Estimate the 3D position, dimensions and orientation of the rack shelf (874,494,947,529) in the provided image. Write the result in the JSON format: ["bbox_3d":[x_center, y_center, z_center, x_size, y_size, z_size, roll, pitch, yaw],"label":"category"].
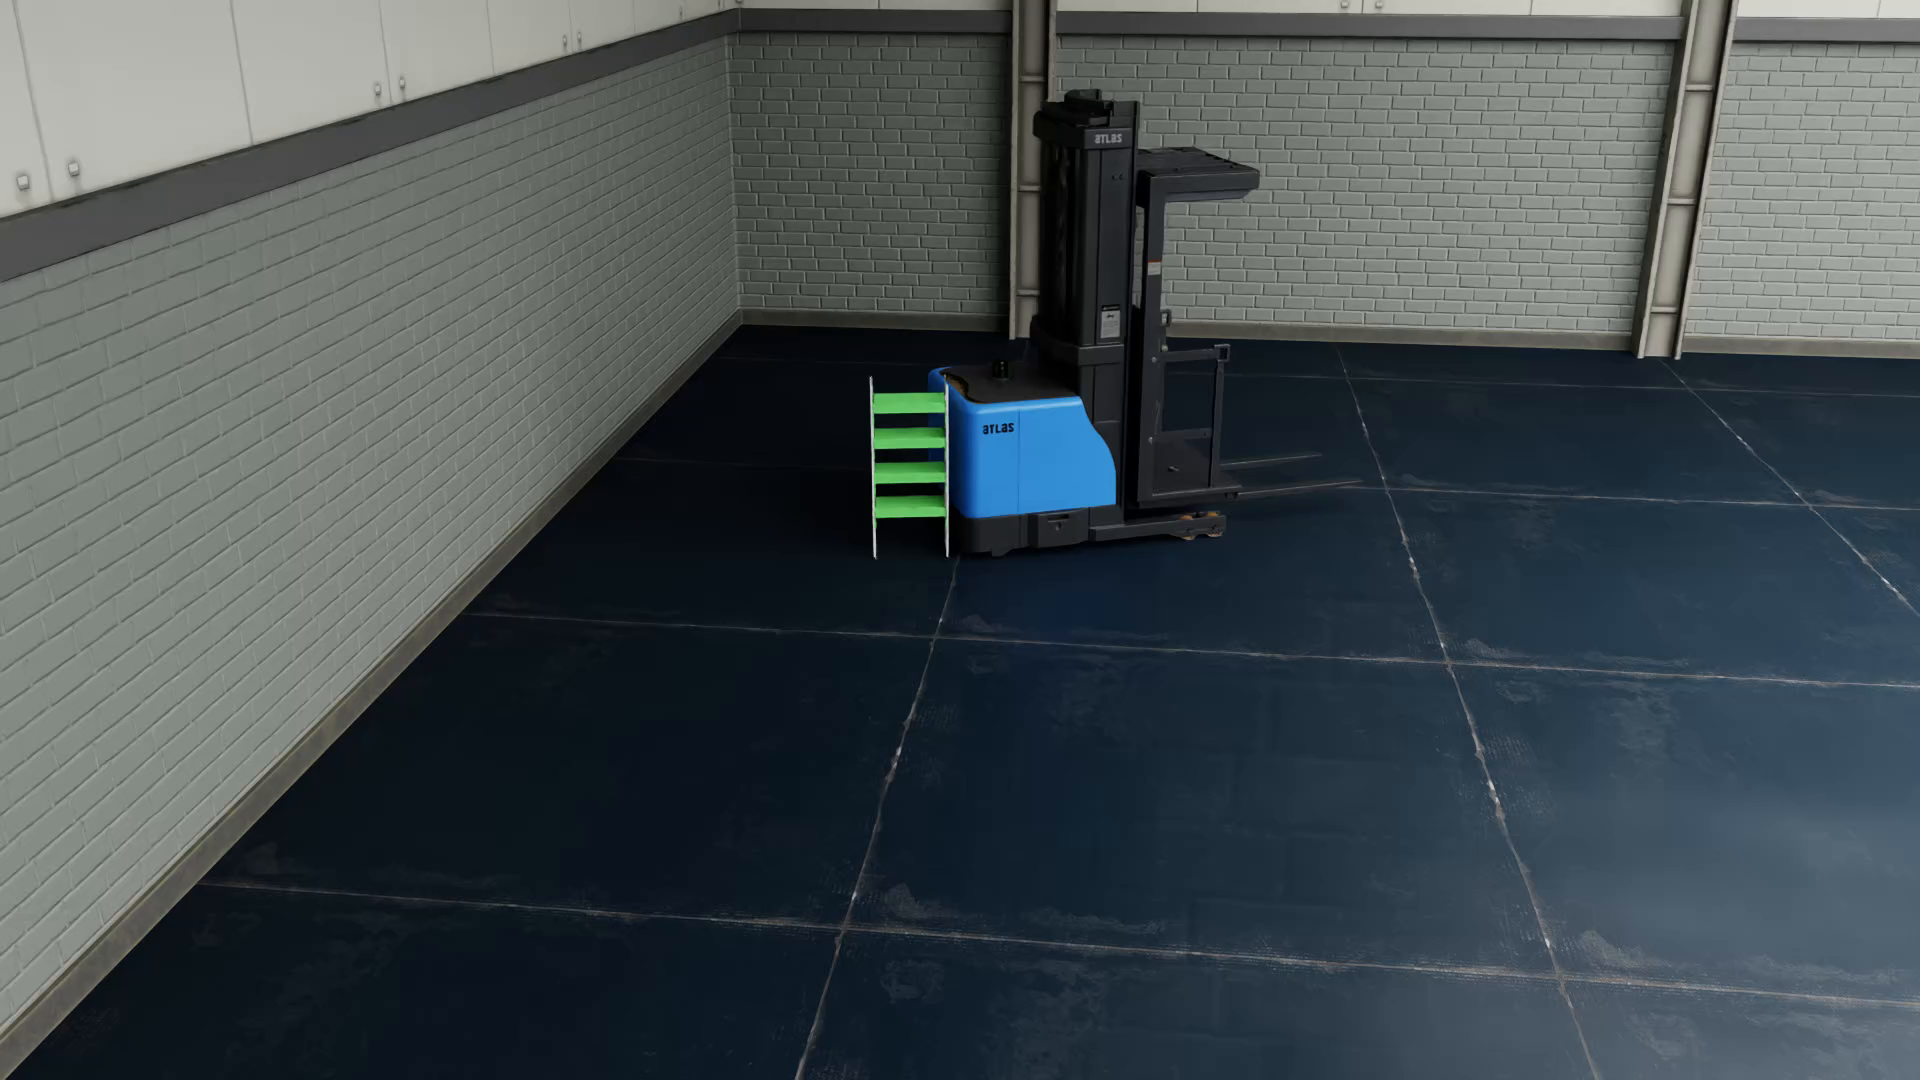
[{"bbox_3d":[-0.334,-0.195,11.127,0.480,0.148,0.258,-1,22,-3],"label":"rack shelf"}]

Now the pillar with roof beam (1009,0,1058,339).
[{"bbox_3d":[0.191,-4.651,10.964,0.400,9.000,9.100,2,22,6],"label":"pillar with roof beam"}]

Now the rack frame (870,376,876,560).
[{"bbox_3d":[-0.577,-0.472,11.001,0.015,1.200,0.240,-1,22,-3],"label":"rack frame"}]

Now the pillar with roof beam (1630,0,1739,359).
[{"bbox_3d":[6.149,-4.391,10.307,0.400,9.000,9.100,2,22,6],"label":"pillar with roof beam"}]

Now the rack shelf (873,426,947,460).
[{"bbox_3d":[-0.334,-0.641,10.950,0.480,0.148,0.258,-1,22,-3],"label":"rack shelf"}]

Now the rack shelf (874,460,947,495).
[{"bbox_3d":[-0.334,-0.418,11.039,0.480,0.148,0.258,-1,22,-3],"label":"rack shelf"}]

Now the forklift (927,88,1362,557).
[{"bbox_3d":[1.338,-1.542,11.353,3.031,2.935,1.130,-6,22,-15],"label":"forklift"}]

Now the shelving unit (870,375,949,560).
[{"bbox_3d":[-0.334,-0.477,11.015,0.503,1.200,0.258,-1,22,-3],"label":"shelving unit"}]

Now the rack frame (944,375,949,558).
[{"bbox_3d":[-0.090,-0.483,11.029,0.015,1.200,0.240,-1,22,-3],"label":"rack frame"}]

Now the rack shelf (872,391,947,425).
[{"bbox_3d":[-0.334,-0.864,10.862,0.480,0.148,0.258,-1,22,-3],"label":"rack shelf"}]
